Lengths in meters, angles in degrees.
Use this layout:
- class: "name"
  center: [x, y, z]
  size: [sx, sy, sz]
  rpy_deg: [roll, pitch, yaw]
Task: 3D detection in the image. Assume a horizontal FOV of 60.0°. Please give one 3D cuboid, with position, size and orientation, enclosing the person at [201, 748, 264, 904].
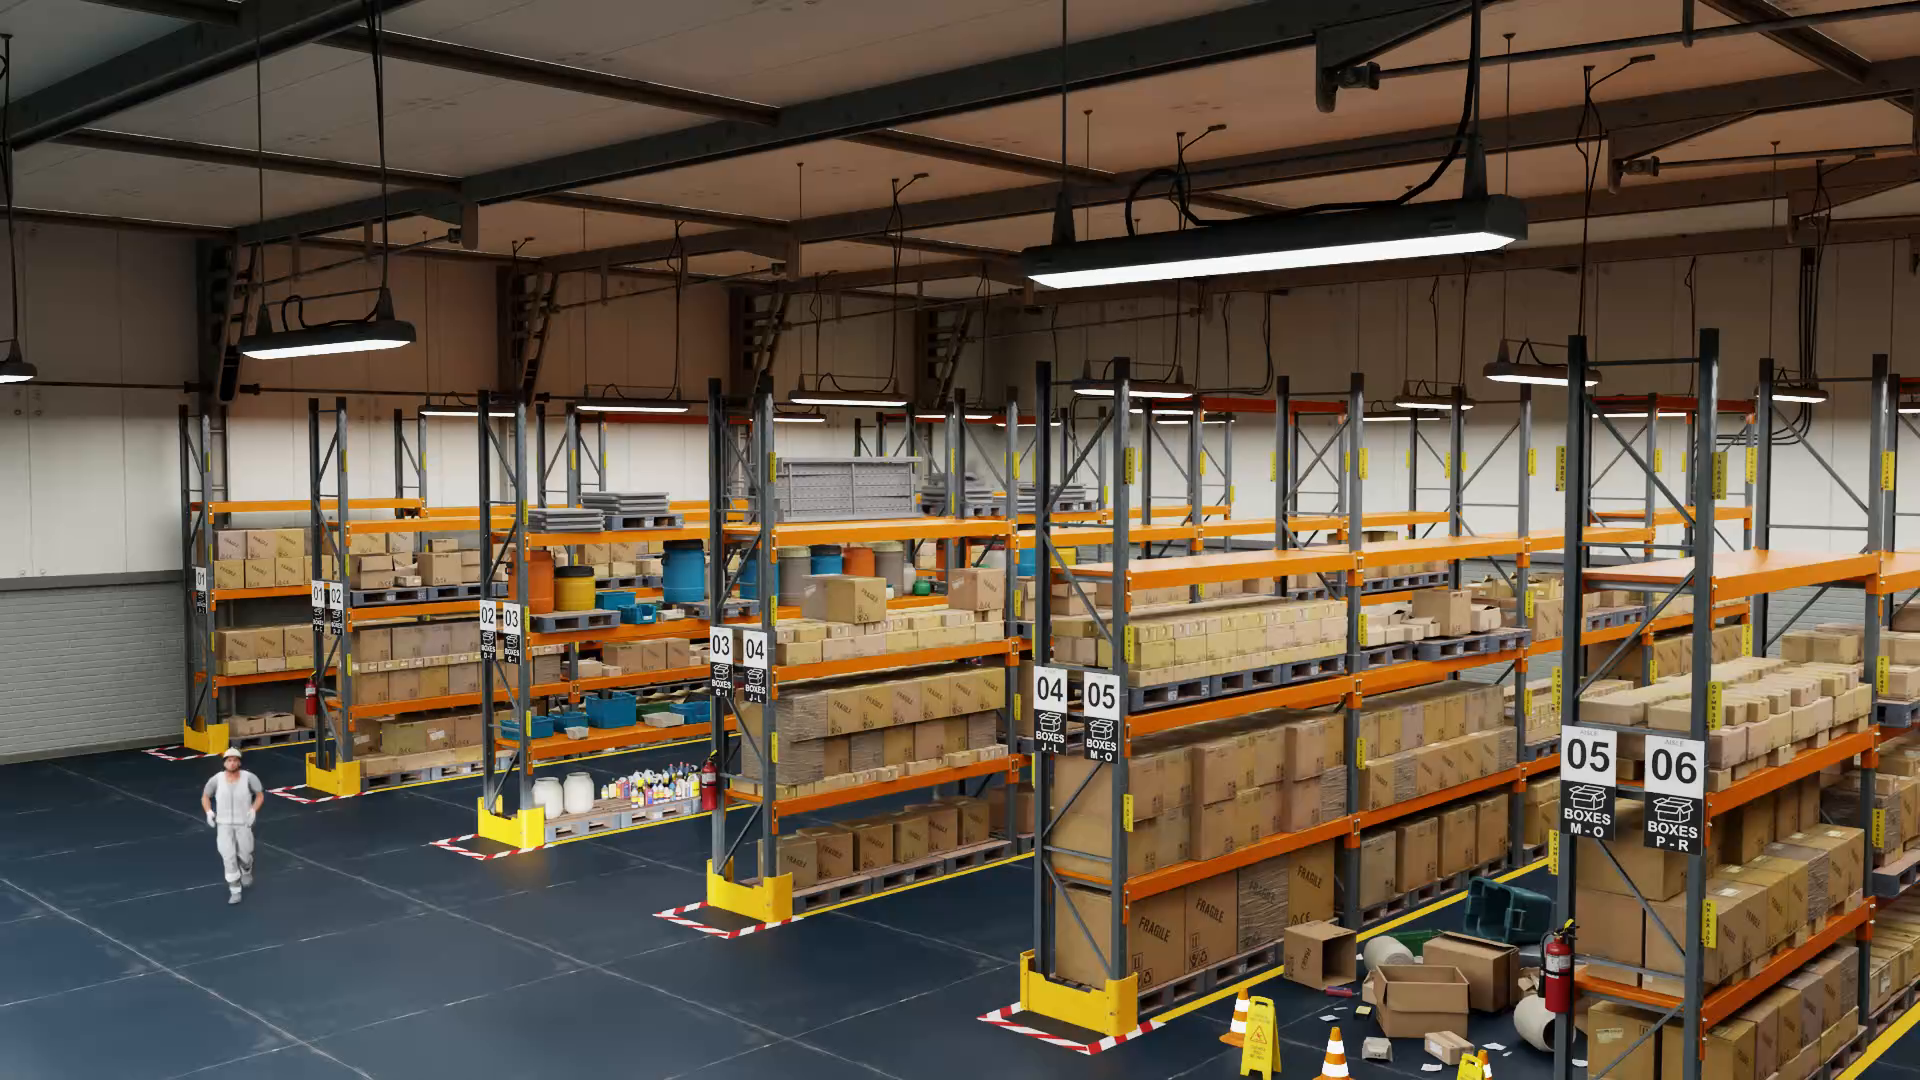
- class: "person"
  center: [-8.411, 3.274, 19.240]
  size: [0.668, 1.755, 0.666]
  rpy_deg: [-1, 3, -20]

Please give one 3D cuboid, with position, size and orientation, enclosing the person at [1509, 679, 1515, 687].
- class: "person"
  center: [8.511, 2.978, 25.601]
  size: [0.609, 1.672, 0.657]
  rpy_deg: [-3, 4, -44]

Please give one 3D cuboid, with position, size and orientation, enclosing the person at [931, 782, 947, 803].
- class: "person"
  center: [-0.290, 3.019, 24.300]
  size: [0.699, 1.724, 0.656]
  rpy_deg: [1, 3, 25]
